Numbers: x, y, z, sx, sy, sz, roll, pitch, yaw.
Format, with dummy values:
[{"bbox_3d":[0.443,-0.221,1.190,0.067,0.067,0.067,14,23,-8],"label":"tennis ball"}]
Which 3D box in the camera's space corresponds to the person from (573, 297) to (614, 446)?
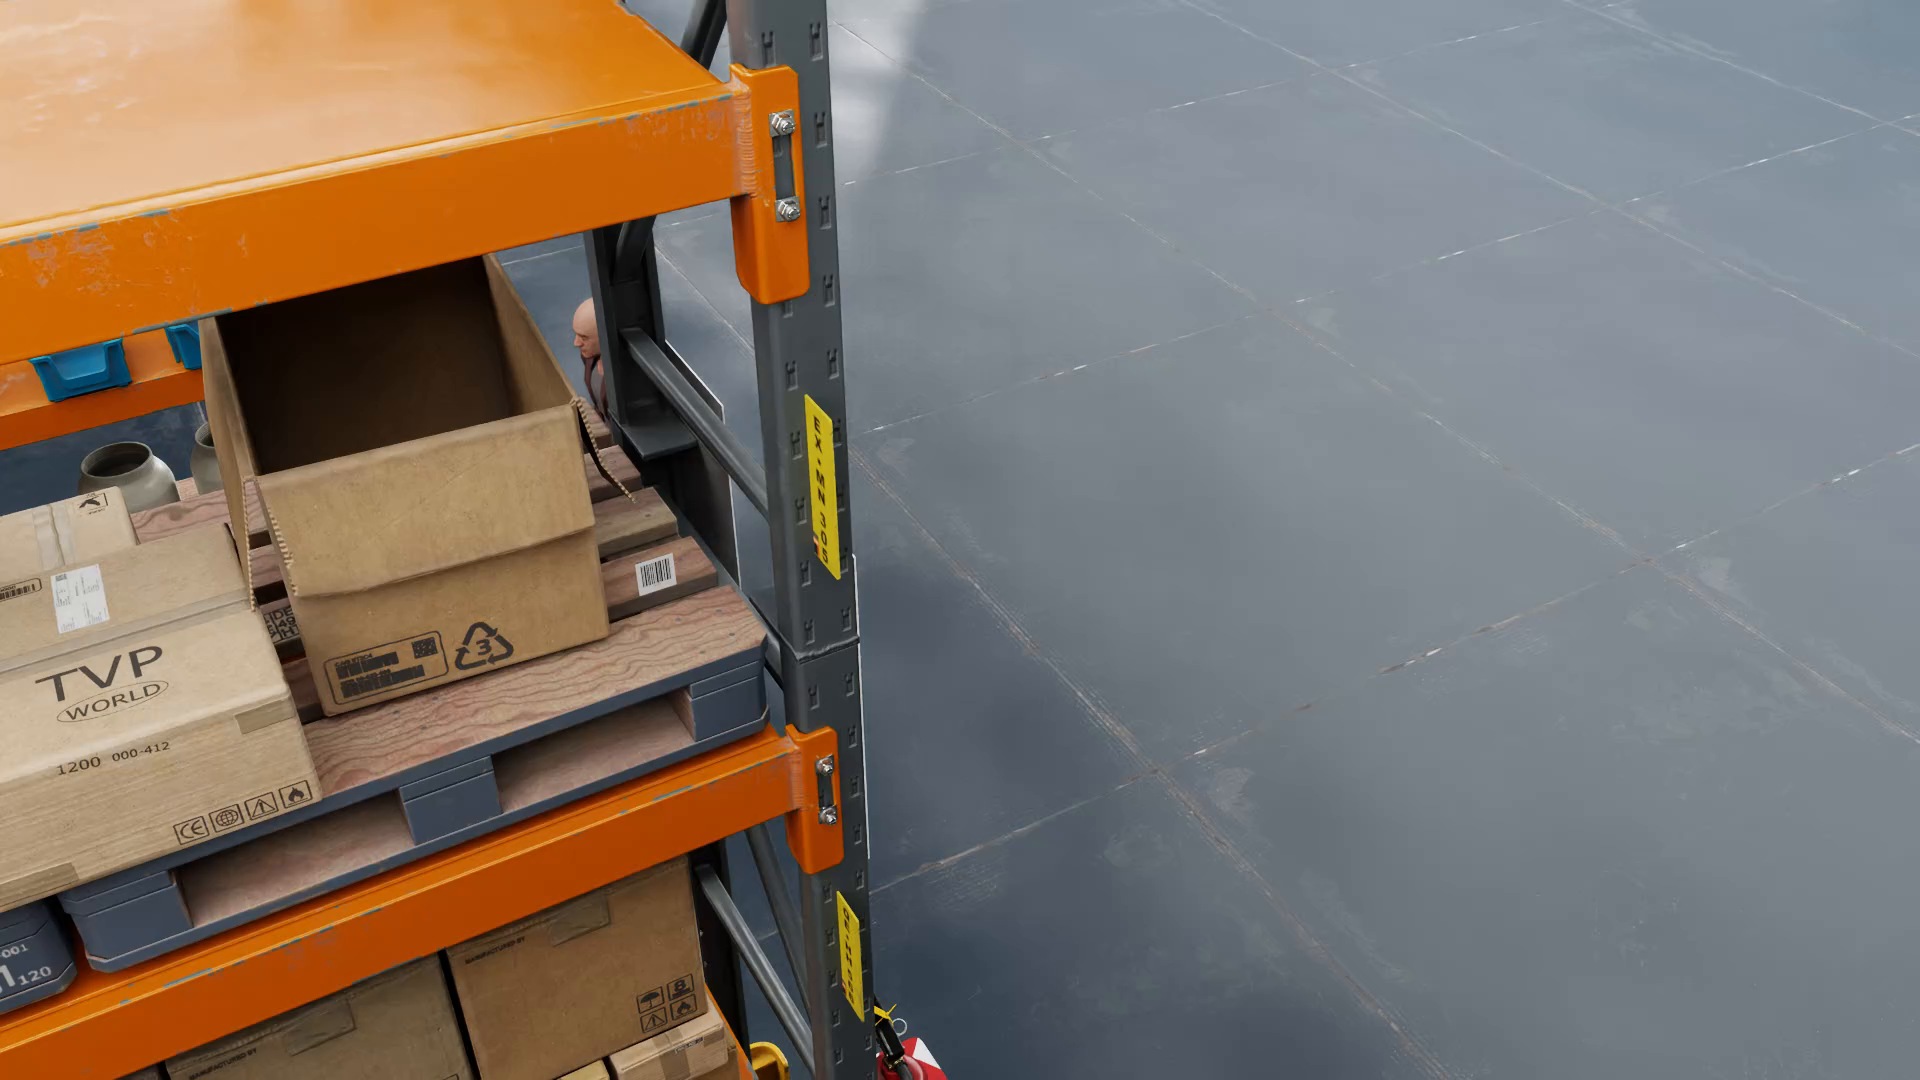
[{"bbox_3d":[-1.459,-0.243,7.375,0.419,1.654,0.655,-21,41,-26],"label":"person"}]
